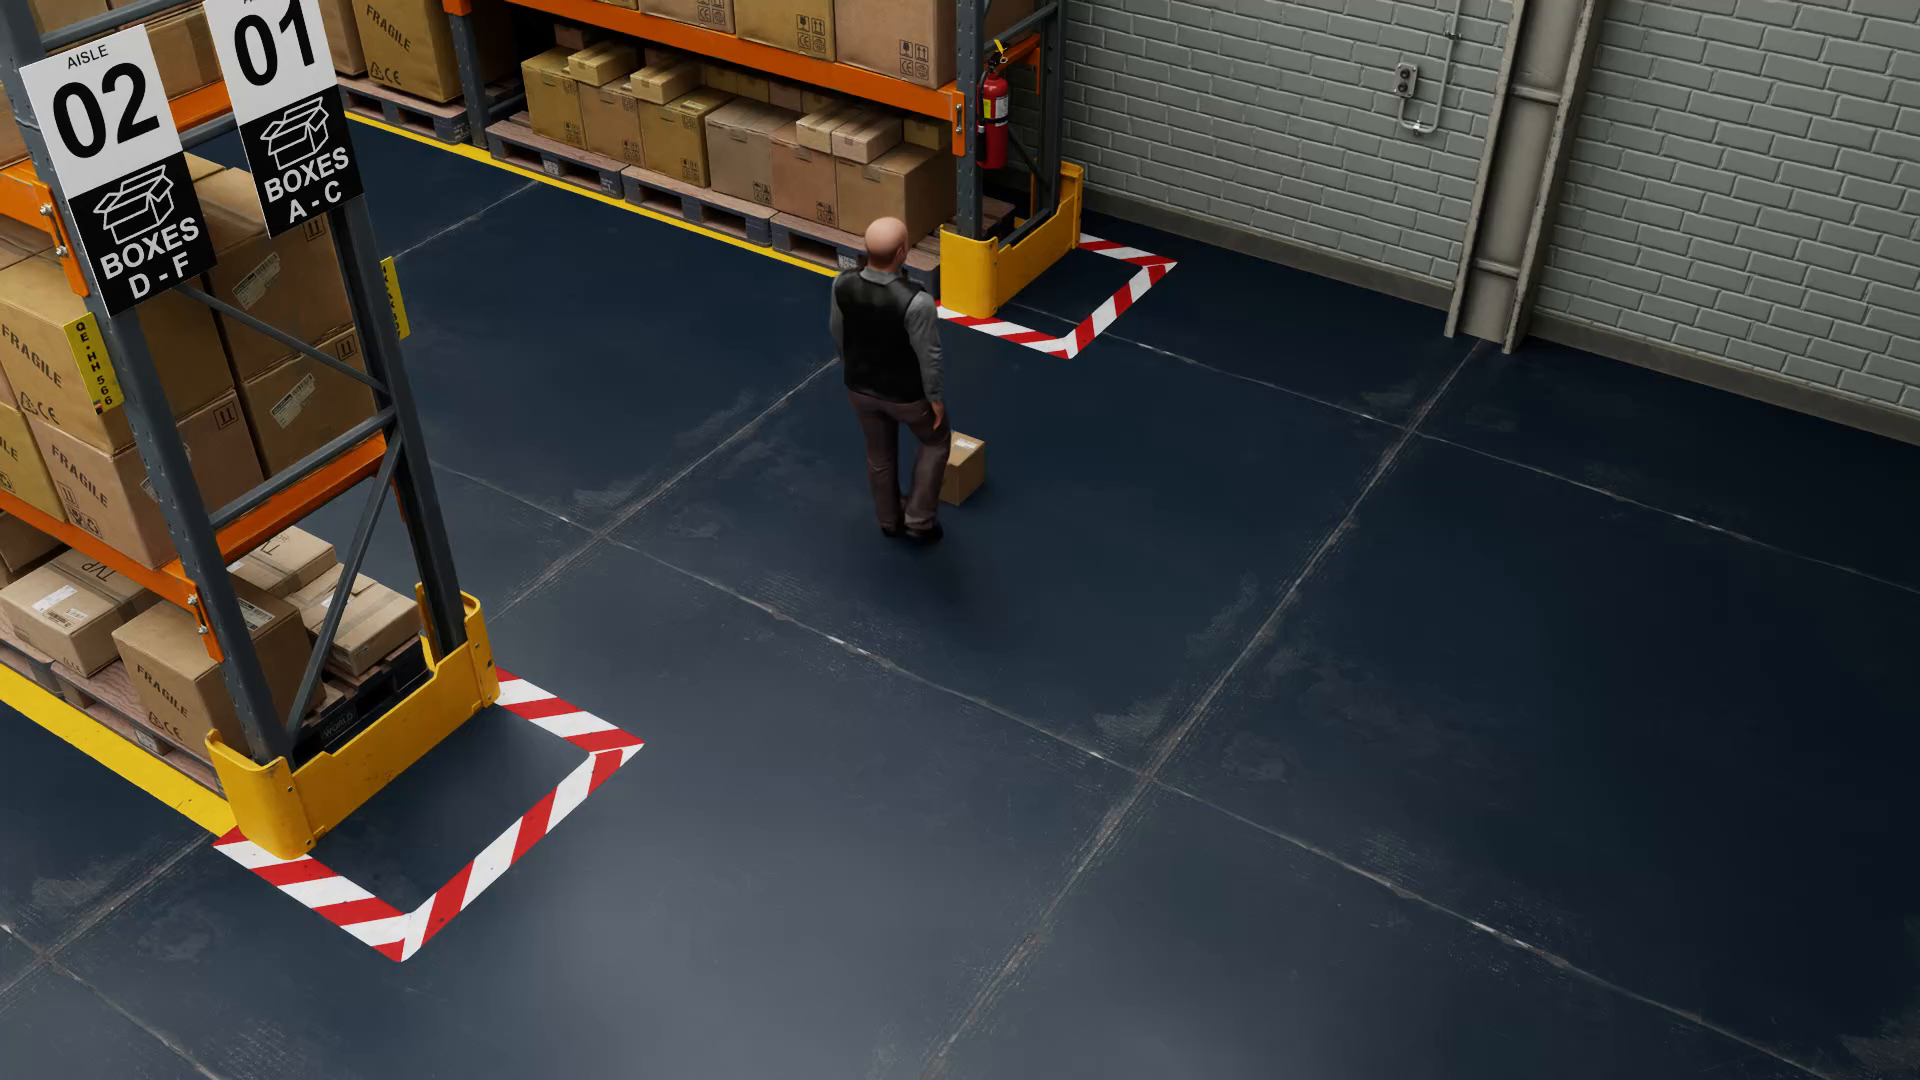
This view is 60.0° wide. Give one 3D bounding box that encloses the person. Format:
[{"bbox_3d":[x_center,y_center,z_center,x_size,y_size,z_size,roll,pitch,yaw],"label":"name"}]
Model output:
[{"bbox_3d":[-0.305,-0.714,7.618,0.595,1.745,0.456,15,41,18],"label":"person"}]
